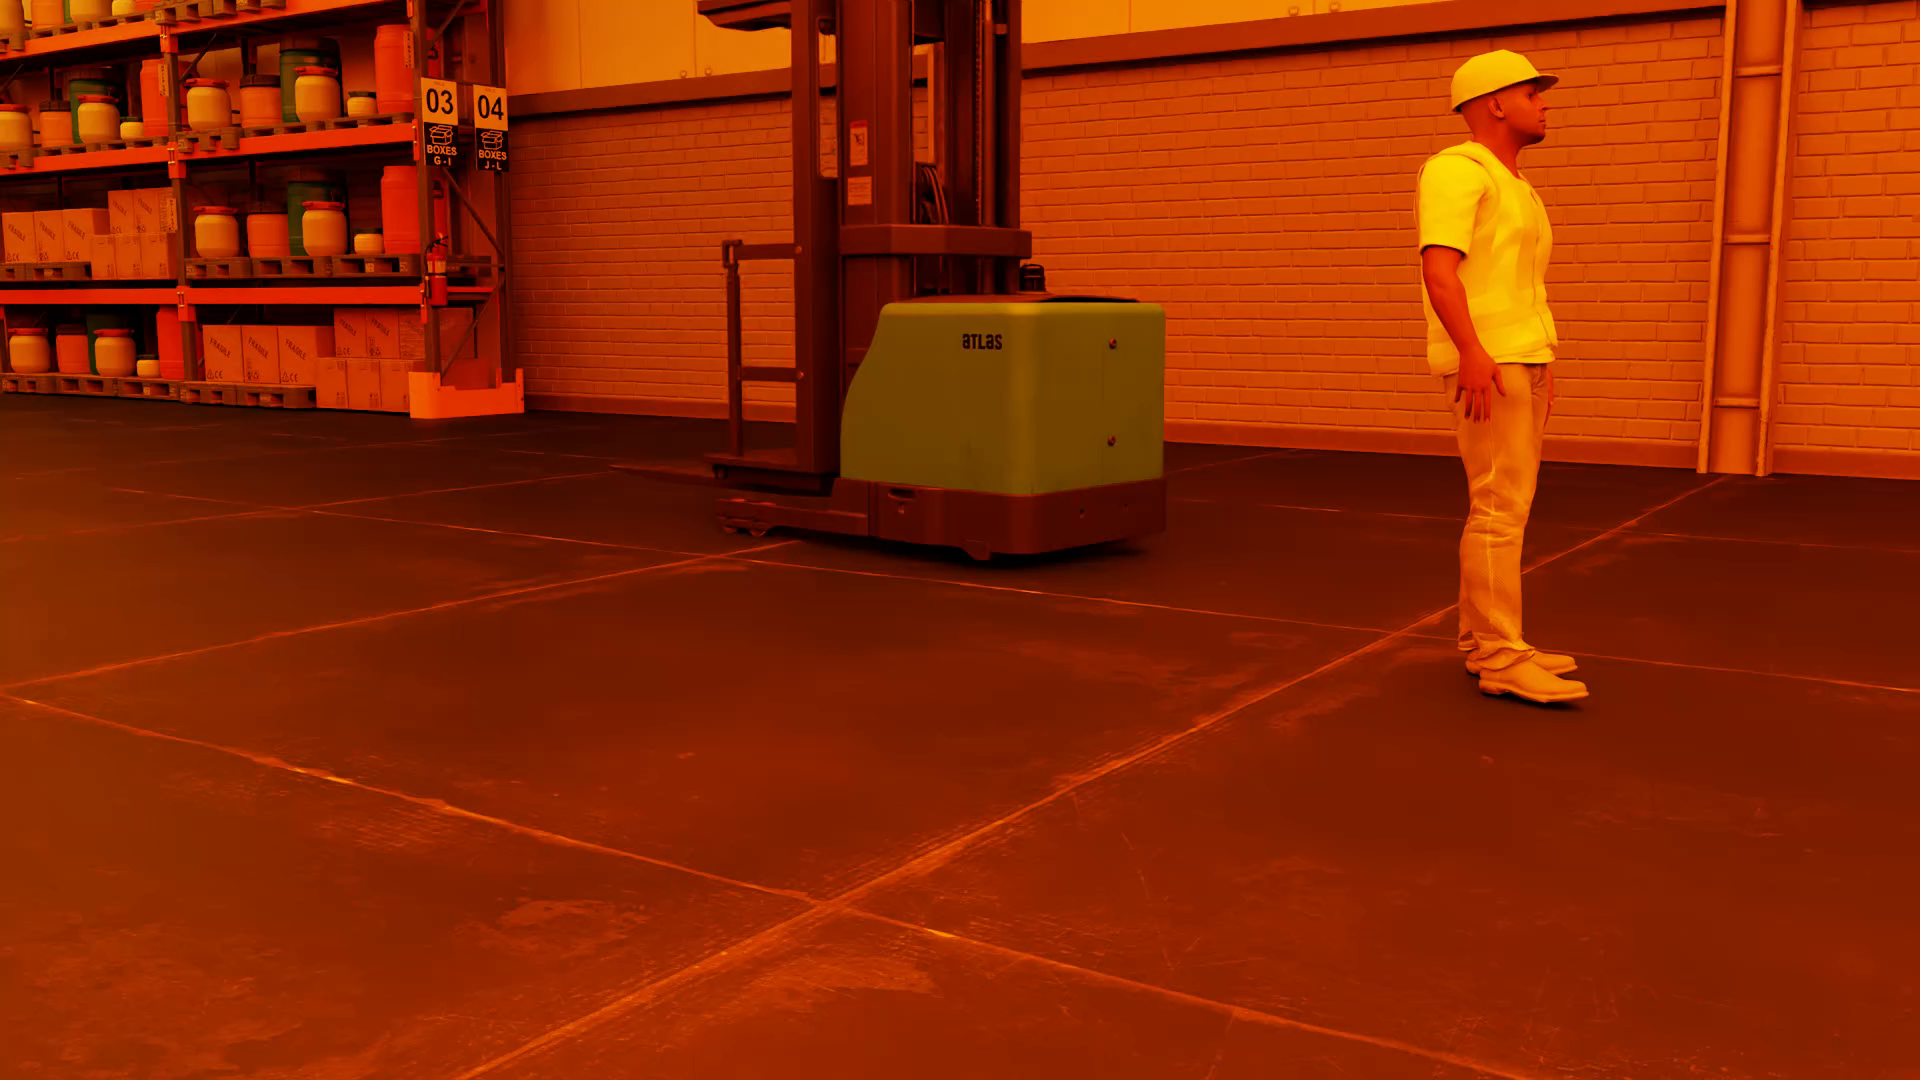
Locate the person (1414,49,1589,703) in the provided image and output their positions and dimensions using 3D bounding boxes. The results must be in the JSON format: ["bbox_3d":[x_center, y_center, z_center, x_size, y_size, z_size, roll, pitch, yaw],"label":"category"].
[{"bbox_3d":[1.581,-0.482,4.671,0.577,1.766,0.666,6,10,34],"label":"person"}]

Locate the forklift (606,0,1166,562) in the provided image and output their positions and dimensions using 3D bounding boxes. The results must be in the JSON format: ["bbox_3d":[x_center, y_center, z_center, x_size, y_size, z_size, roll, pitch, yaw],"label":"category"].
[{"bbox_3d":[-0.520,-1.512,7.827,3.031,2.935,1.130,7,11,42],"label":"forklift"}]
